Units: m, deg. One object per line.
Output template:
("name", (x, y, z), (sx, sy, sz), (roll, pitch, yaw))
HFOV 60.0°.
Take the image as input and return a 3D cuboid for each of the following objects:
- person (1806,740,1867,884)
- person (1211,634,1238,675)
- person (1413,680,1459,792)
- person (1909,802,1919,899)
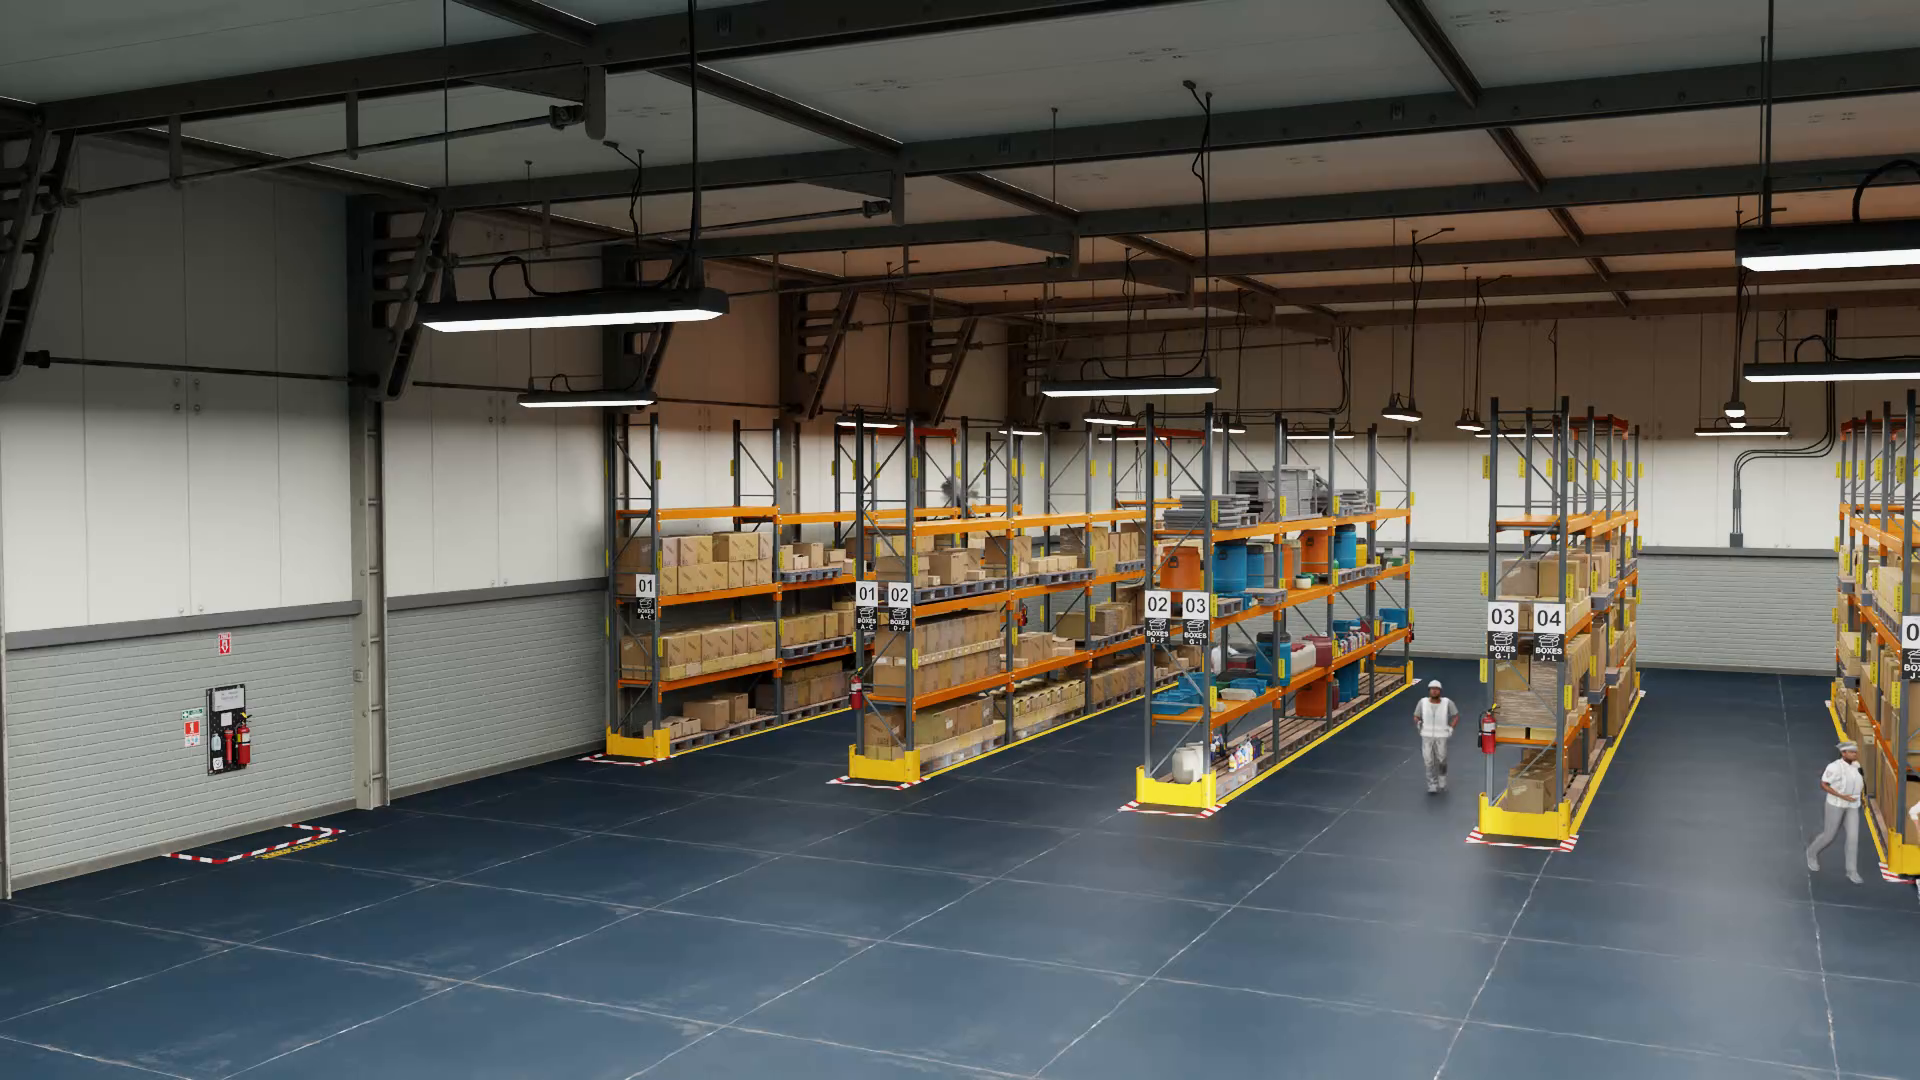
("person", (10.865, 3.285, 20.430), (0.626, 1.692, 0.884), (0, 2, -8))
("person", (5.227, 2.741, 32.905), (0.672, 1.798, 0.939), (1, 3, 28))
("person", (7.330, 3.045, 25.683), (0.672, 1.736, 0.565), (1, 3, 23))
("person", (11.147, 3.442, 18.858), (0.536, 1.546, 0.495), (-1, 3, -21))
